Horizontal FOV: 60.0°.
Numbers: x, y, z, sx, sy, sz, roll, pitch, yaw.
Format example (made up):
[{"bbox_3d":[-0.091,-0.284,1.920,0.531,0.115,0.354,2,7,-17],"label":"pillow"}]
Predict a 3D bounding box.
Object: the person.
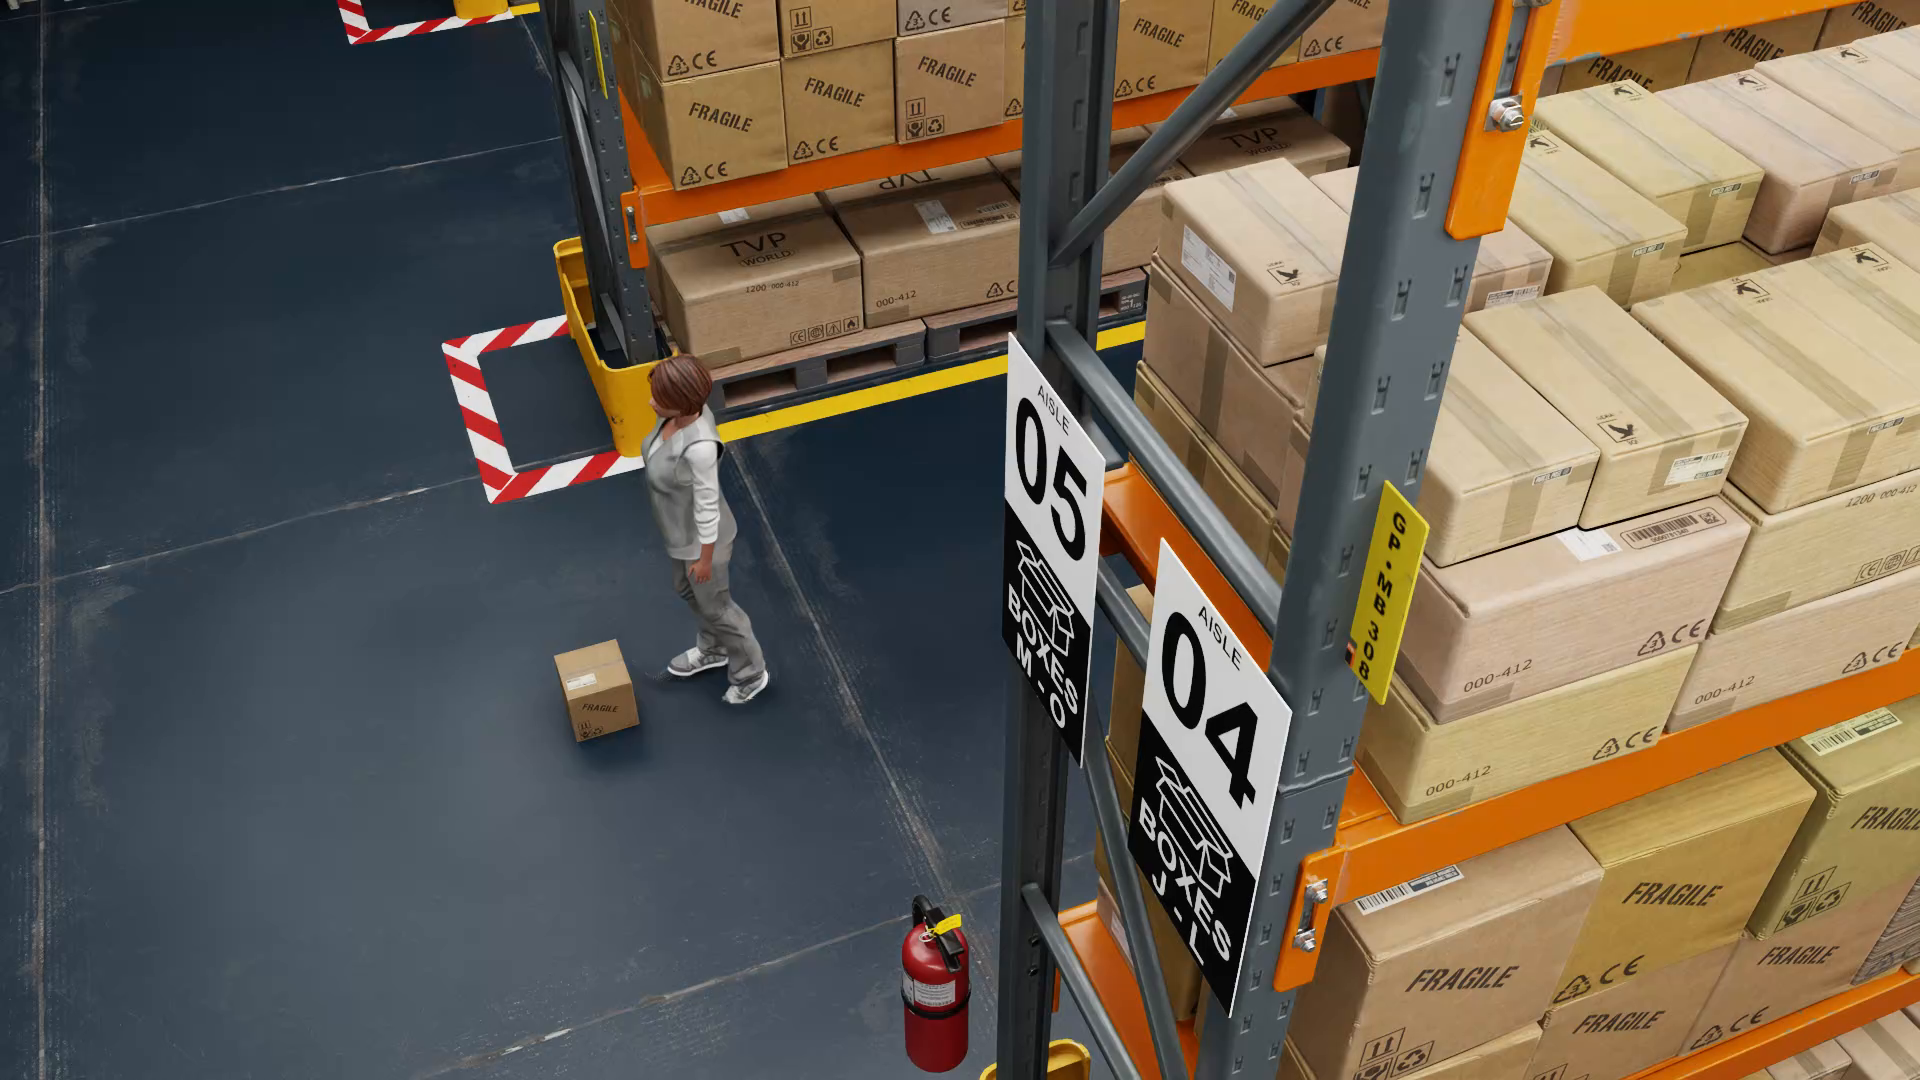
[{"bbox_3d":[-0.976,0.008,6.225,0.365,1.621,0.412,-15,44,-16],"label":"person"}]
